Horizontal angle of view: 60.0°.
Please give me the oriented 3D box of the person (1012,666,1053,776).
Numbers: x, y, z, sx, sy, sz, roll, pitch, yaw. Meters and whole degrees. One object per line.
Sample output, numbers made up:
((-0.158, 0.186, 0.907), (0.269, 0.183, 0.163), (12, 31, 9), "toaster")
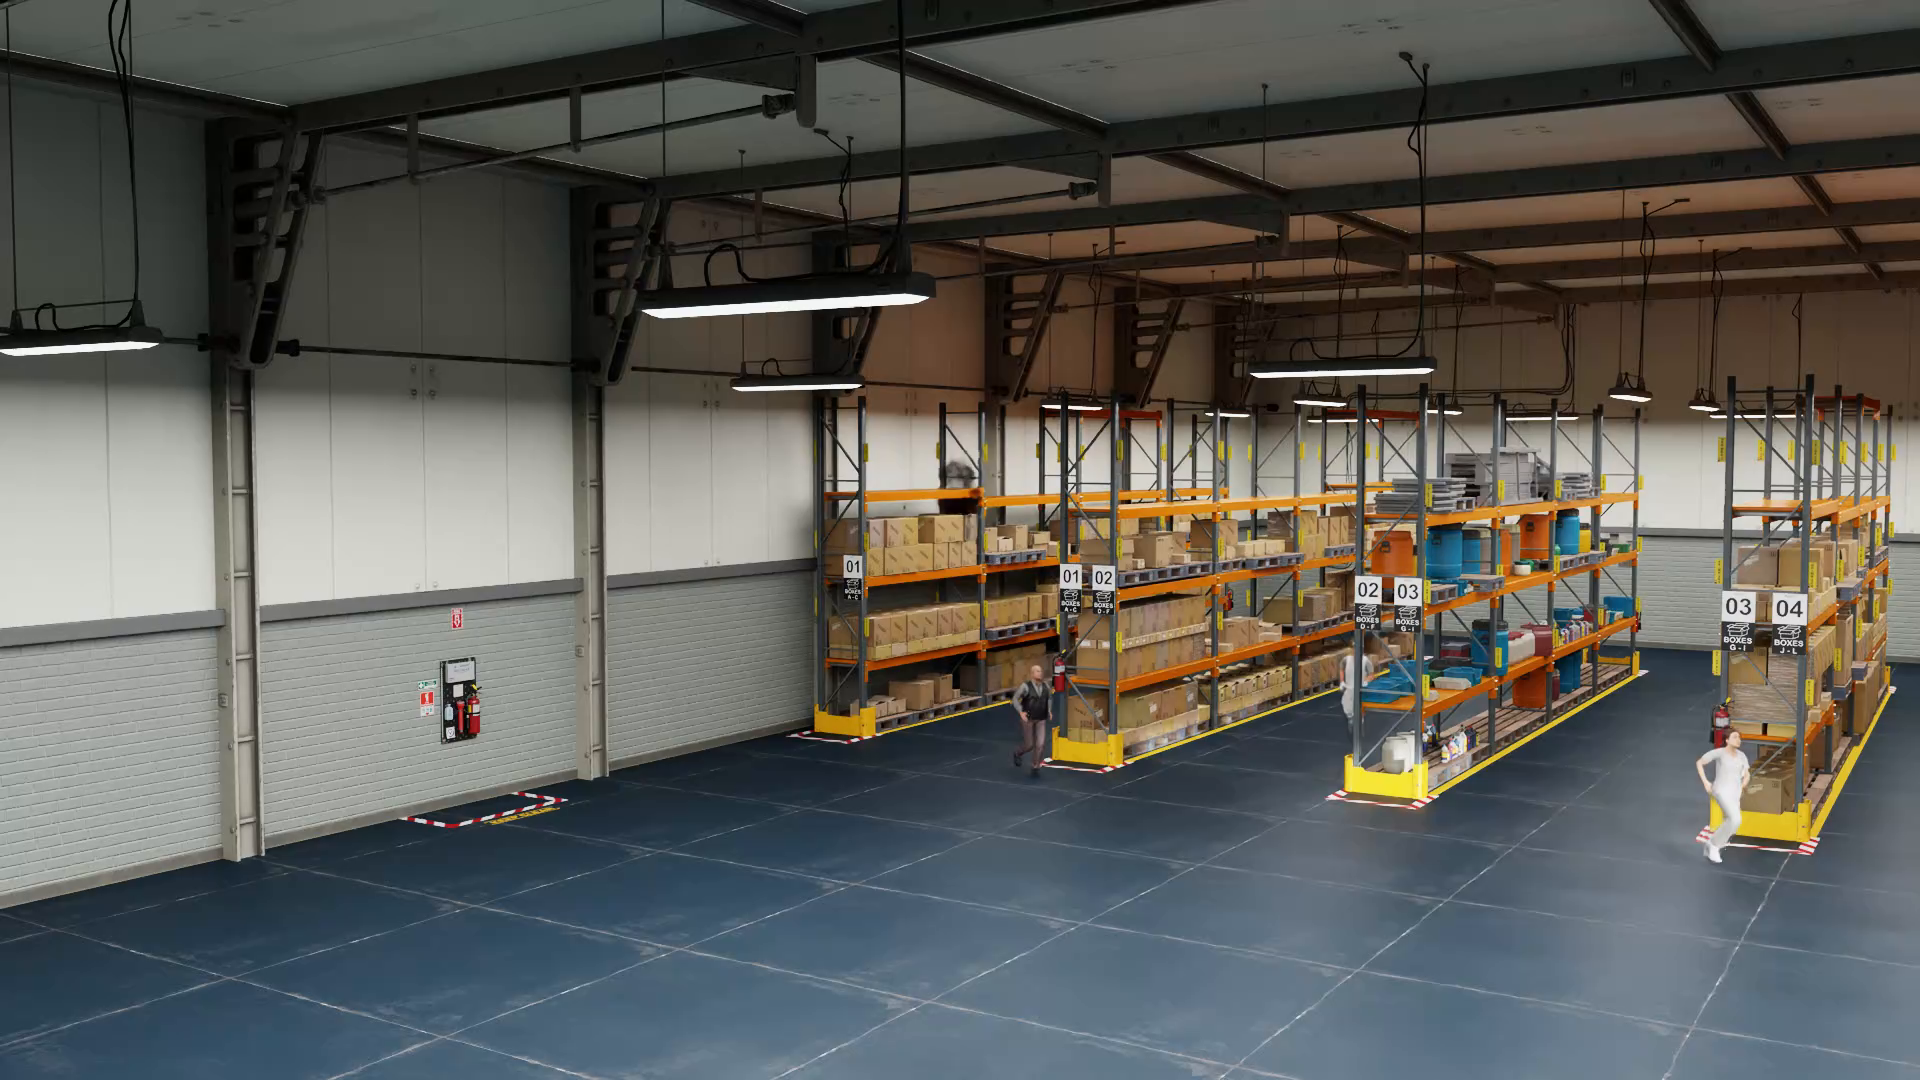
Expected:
((1.158, 2.800, 25.952), (0.702, 1.688, 0.748), (-1, 3, -22), "person")

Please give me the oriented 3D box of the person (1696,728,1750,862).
((9.388, 3.119, 20.305), (0.571, 1.637, 0.584), (-1, 3, -22), "person")

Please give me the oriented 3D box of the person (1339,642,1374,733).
((6.919, 2.616, 29.076), (0.608, 1.719, 0.590), (1, 3, 20), "person")
